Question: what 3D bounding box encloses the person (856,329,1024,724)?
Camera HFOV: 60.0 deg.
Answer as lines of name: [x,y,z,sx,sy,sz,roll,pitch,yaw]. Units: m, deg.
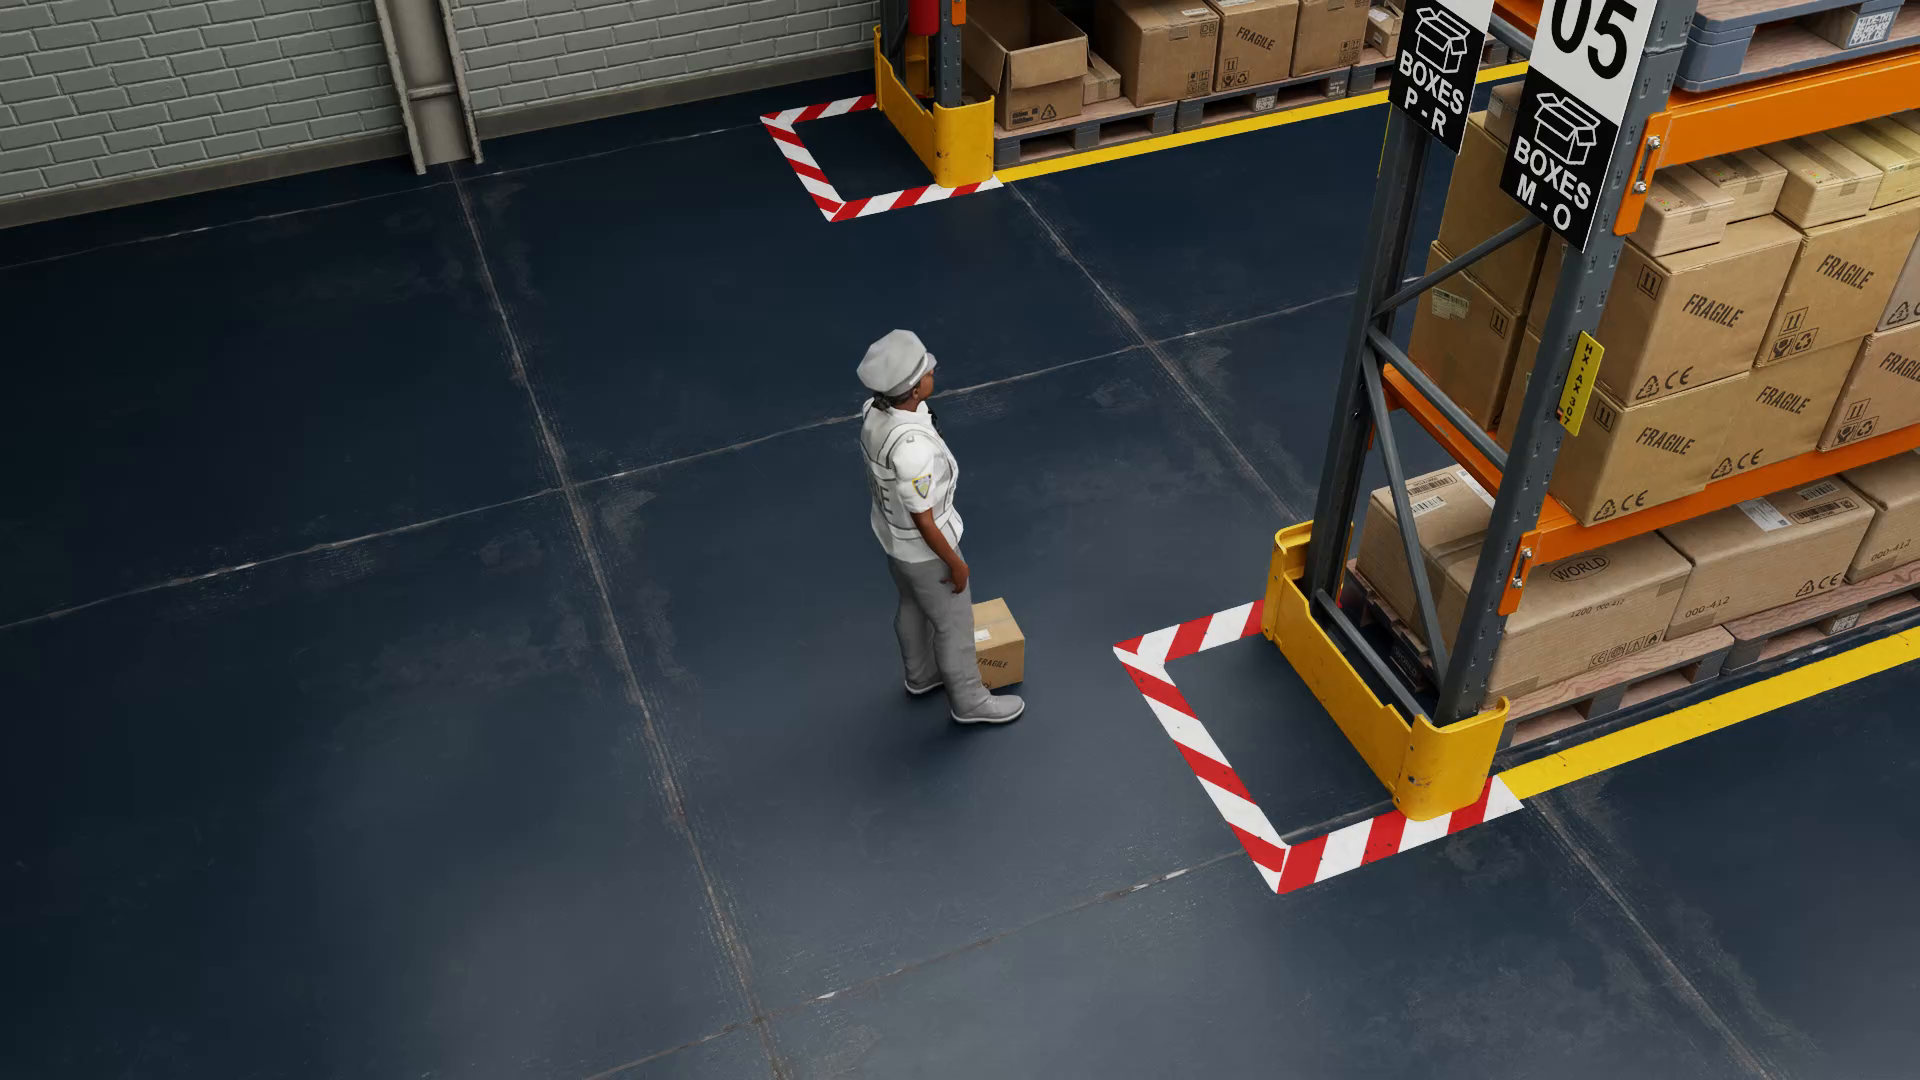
person: [-0.077,-0.033,6.166,0.528,1.687,0.570,-15,44,-16]
